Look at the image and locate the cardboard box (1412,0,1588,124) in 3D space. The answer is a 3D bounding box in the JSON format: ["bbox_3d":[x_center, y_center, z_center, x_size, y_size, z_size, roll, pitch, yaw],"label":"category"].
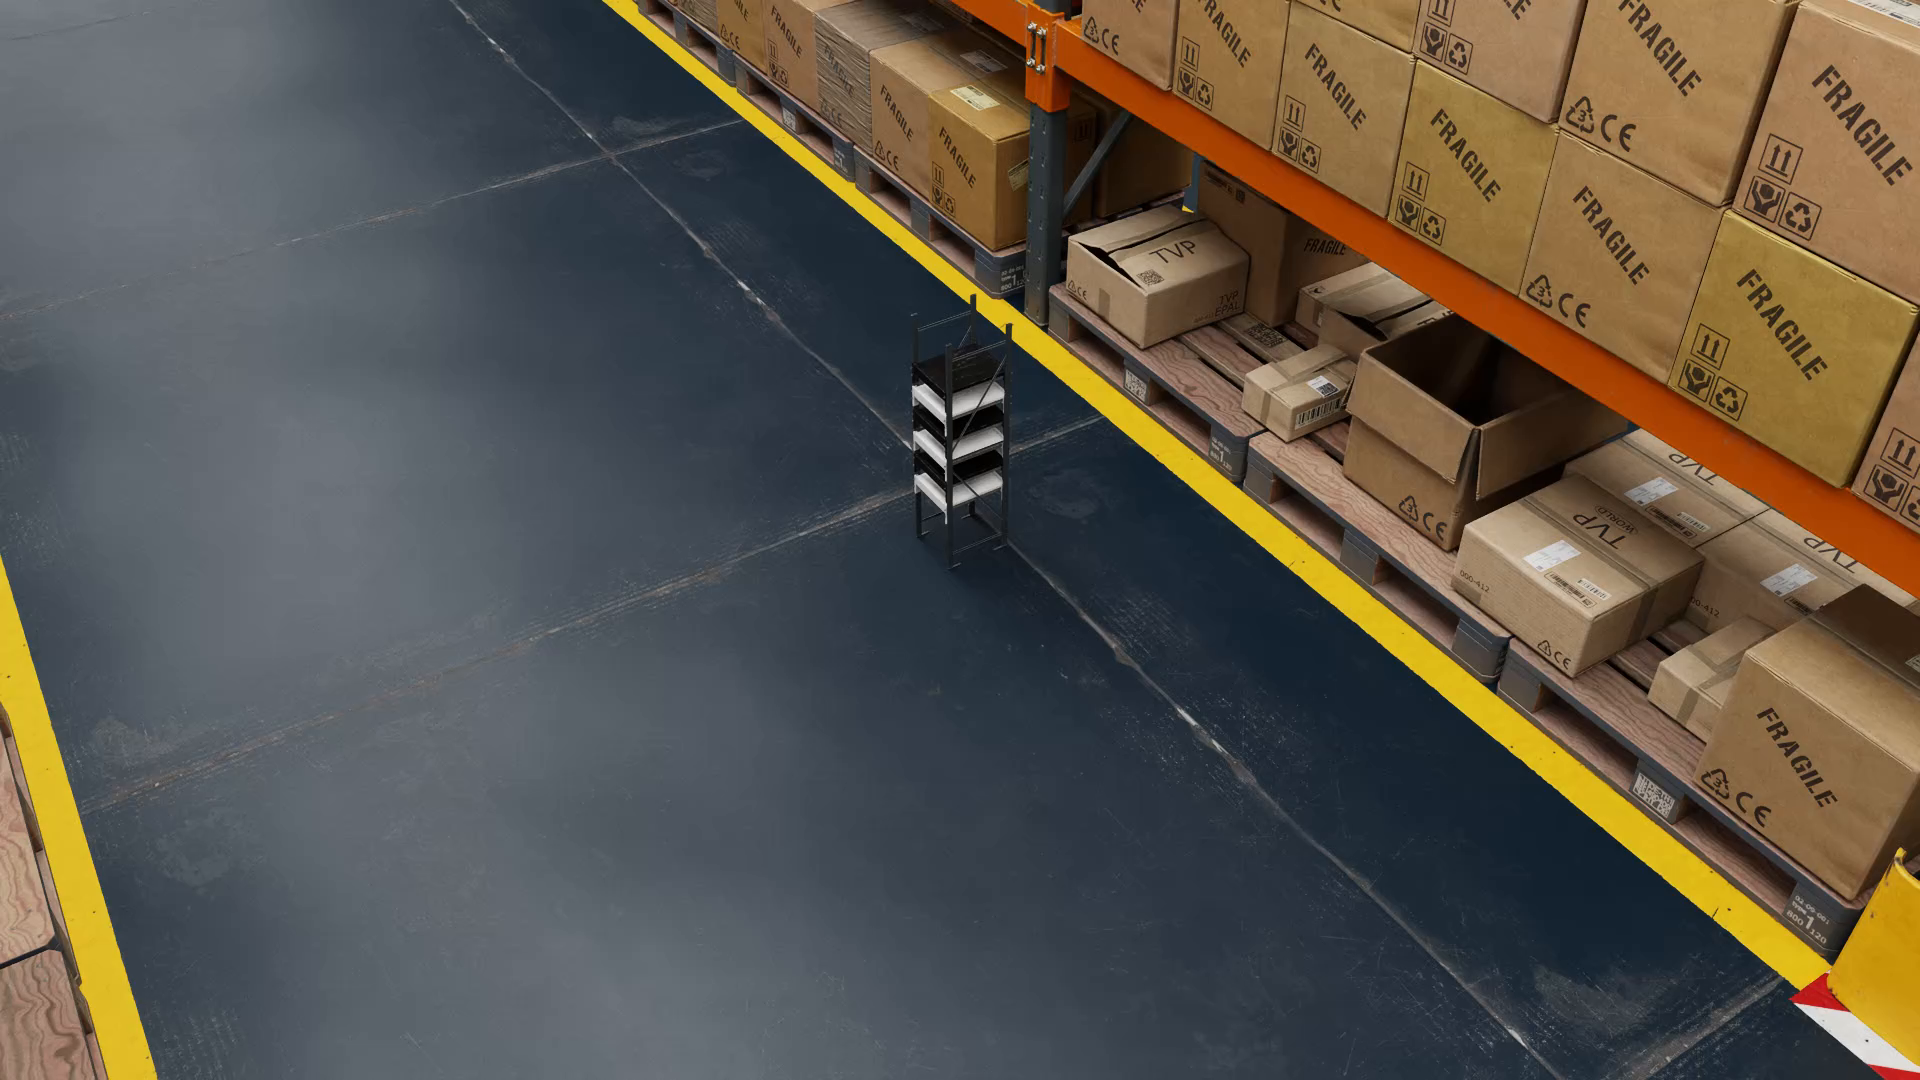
[{"bbox_3d":[1.565,-1.455,4.294,0.500,0.500,0.500,-21,44,-23],"label":"cardboard box"}]

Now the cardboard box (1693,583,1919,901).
[{"bbox_3d":[2.368,0.524,4.387,0.500,0.500,0.500,-22,45,-24],"label":"cardboard box"}]

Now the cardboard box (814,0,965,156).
[{"bbox_3d":[-0.318,-2.135,7.578,0.500,0.500,0.500,-22,44,-24],"label":"cardboard box"}]

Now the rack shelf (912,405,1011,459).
[{"bbox_3d":[0.004,-0.385,5.420,0.258,0.077,0.200,-22,45,-24],"label":"rack shelf"}]

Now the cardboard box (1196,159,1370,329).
[{"bbox_3d":[1.263,-1.217,6.476,0.500,0.500,0.500,-22,45,-24],"label":"cardboard box"}]

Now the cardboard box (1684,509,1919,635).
[{"bbox_3d":[2.546,0.167,5.010,0.500,0.250,0.500,-22,45,-24],"label":"cardboard box"}]

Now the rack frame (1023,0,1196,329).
[{"bbox_3d":[0.717,-2.218,6.068,1.000,3.000,0.127,-22,45,-24],"label":"rack frame"}]

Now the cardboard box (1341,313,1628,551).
[{"bbox_3d":[1.732,-0.416,5.512,0.797,0.503,0.637,-22,45,-24],"label":"cardboard box"}]

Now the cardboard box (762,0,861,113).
[{"bbox_3d":[-0.593,-2.408,7.906,0.500,0.500,0.500,-24,45,-26],"label":"cardboard box"}]

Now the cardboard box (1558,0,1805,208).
[{"bbox_3d":[1.842,-1.178,3.961,0.500,0.500,0.500,-21,44,-23],"label":"cardboard box"}]

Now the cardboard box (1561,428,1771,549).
[{"bbox_3d":[2.277,-0.102,5.334,0.500,0.250,0.500,-22,45,-24],"label":"cardboard box"}]

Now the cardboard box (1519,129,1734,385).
[{"bbox_3d":[1.852,-0.795,4.283,0.500,0.500,0.500,-22,45,-24],"label":"cardboard box"}]

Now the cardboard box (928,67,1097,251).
[{"bbox_3d":[0.210,-1.594,6.929,0.500,0.500,0.500,-22,45,-25],"label":"cardboard box"}]

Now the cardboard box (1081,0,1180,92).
[{"bbox_3d":[0.761,-1.887,5.594,0.500,0.500,0.500,-21,44,-23],"label":"cardboard box"}]

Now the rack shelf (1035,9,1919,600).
[{"bbox_3d":[1.792,-0.862,5.003,1.077,0.370,4.000,-22,45,-24],"label":"rack shelf"}]

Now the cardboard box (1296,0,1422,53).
[{"bbox_3d":[1.287,-1.733,4.628,0.500,0.500,0.500,-24,45,-26],"label":"cardboard box"}]

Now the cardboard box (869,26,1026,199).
[{"bbox_3d":[-0.049,-1.864,7.253,0.500,0.500,0.500,-22,45,-24],"label":"cardboard box"}]

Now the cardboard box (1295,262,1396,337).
[{"bbox_3d":[1.515,-0.900,6.370,0.380,0.149,0.250,-22,45,-24],"label":"cardboard box"}]

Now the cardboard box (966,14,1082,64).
[{"bbox_3d":[0.366,-2.056,7.483,0.500,0.500,0.500,-22,44,-24],"label":"cardboard box"}]

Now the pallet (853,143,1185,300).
[{"bbox_3d":[0.248,-1.573,7.472,1.003,0.211,1.213,-22,45,-24],"label":"pallet"}]

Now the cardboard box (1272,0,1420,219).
[{"bbox_3d":[1.306,-1.341,4.938,0.500,0.500,0.500,-22,45,-25],"label":"cardboard box"}]

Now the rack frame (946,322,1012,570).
[{"bbox_3d":[0.059,-0.286,5.391,0.240,0.900,0.006,-22,45,-24],"label":"rack frame"}]

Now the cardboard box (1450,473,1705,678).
[{"bbox_3d":[1.882,0.097,5.095,0.500,0.250,0.500,-22,45,-24],"label":"cardboard box"}]

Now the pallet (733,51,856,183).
[{"bbox_3d":[-0.412,-2.232,8.263,1.003,0.211,1.213,-22,45,-24],"label":"pallet"}]

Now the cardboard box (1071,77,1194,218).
[{"bbox_3d":[0.662,-1.772,7.142,0.500,0.500,0.500,-24,46,-26],"label":"cardboard box"}]

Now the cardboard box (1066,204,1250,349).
[{"bbox_3d":[0.760,-1.053,6.427,0.500,0.311,0.500,-22,45,-24],"label":"cardboard box"}]

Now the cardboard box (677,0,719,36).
[{"bbox_3d":[-1.144,-2.961,8.569,0.500,0.500,0.500,-24,45,-26],"label":"cardboard box"}]

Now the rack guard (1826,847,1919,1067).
[{"bbox_3d":[2.827,0.860,4.327,1.175,0.500,0.348,-22,45,-24],"label":"rack guard"}]

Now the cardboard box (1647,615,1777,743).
[{"bbox_3d":[2.226,0.402,4.794,0.380,0.166,0.250,-22,45,-24],"label":"cardboard box"}]

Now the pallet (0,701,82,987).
[{"bbox_3d":[-3.033,0.940,4.457,1.003,0.211,1.213,-22,45,-24],"label":"pallet"}]

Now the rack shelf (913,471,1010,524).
[{"bbox_3d":[0.004,-0.177,5.593,0.258,0.077,0.200,-22,45,-24],"label":"rack shelf"}]

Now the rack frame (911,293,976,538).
[{"bbox_3d":[-0.050,-0.396,5.523,0.240,0.900,0.006,-22,45,-24],"label":"rack frame"}]

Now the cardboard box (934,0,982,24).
[{"bbox_3d":[0.125,-2.599,7.549,0.500,0.250,0.500,-22,45,-24],"label":"cardboard box"}]

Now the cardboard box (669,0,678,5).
[{"bbox_3d":[-1.430,-3.241,8.906,0.500,0.500,0.500,-20,44,-23],"label":"cardboard box"}]

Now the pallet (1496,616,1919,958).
[{"bbox_3d":[2.398,0.542,4.935,1.003,0.211,1.213,-22,45,-24],"label":"pallet"}]

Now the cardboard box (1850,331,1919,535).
[{"bbox_3d":[2.398,-0.245,3.623,0.500,0.500,0.500,-21,44,-23],"label":"cardboard box"}]

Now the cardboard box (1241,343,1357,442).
[{"bbox_3d":[1.234,-0.534,5.917,0.380,0.166,0.250,-22,45,-24],"label":"cardboard box"}]

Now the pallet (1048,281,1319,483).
[{"bbox_3d":[1.086,-0.775,6.516,1.003,0.211,1.213,-22,45,-24],"label":"pallet"}]

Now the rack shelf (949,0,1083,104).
[{"bbox_3d":[-0.358,-3.021,7.594,1.077,0.370,4.000,-22,45,-24],"label":"rack shelf"}]

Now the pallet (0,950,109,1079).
[{"bbox_3d":[-2.373,1.599,3.666,1.003,0.211,1.213,-22,45,-24],"label":"pallet"}]

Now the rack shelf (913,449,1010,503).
[{"bbox_3d":[0.004,-0.247,5.536,0.258,0.077,0.200,-22,45,-24],"label":"rack shelf"}]

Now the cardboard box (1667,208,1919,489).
[{"bbox_3d":[2.116,-0.524,3.958,0.500,0.500,0.500,-22,45,-24],"label":"cardboard box"}]

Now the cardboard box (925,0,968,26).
[{"bbox_3d":[0.104,-2.328,7.809,0.500,0.500,0.500,-22,44,-24],"label":"cardboard box"}]

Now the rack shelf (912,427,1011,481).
[{"bbox_3d":[0.004,-0.316,5.478,0.258,0.077,0.200,-22,45,-24],"label":"rack shelf"}]

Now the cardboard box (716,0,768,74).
[{"bbox_3d":[-0.878,-2.688,8.242,0.500,0.500,0.500,-23,45,-25],"label":"cardboard box"}]

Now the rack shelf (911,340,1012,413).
[{"bbox_3d":[0.004,-0.523,5.305,0.258,0.077,0.200,-22,45,-24],"label":"rack shelf"}]

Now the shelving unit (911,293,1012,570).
[{"bbox_3d":[0.004,-0.341,5.457,0.258,0.900,0.210,-22,45,-24],"label":"shelving unit"}]

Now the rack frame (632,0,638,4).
[{"bbox_3d":[-1.434,-4.377,8.659,1.000,3.000,0.127,-22,45,-24],"label":"rack frame"}]

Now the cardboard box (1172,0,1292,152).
[{"bbox_3d":[1.039,-1.612,5.263,0.500,0.500,0.500,-21,44,-24],"label":"cardboard box"}]

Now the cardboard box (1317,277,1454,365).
[{"bbox_3d":[1.666,-0.739,6.051,0.500,0.311,0.500,-22,45,-24],"label":"cardboard box"}]

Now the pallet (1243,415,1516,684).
[{"bbox_3d":[1.746,-0.116,5.725,1.003,0.211,1.213,-22,45,-24],"label":"pallet"}]

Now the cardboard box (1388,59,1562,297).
[{"bbox_3d":[1.581,-1.067,4.610,0.500,0.500,0.500,-23,45,-25],"label":"cardboard box"}]

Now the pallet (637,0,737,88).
[{"bbox_3d":[-1.064,-2.890,9.053,1.003,0.211,1.213,-22,45,-24],"label":"pallet"}]

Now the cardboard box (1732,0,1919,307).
[{"bbox_3d":[2.124,-0.899,3.627,0.500,0.500,0.500,-21,44,-23],"label":"cardboard box"}]

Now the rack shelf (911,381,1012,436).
[{"bbox_3d":[0.004,-0.454,5.363,0.258,0.077,0.200,-22,45,-24],"label":"rack shelf"}]
